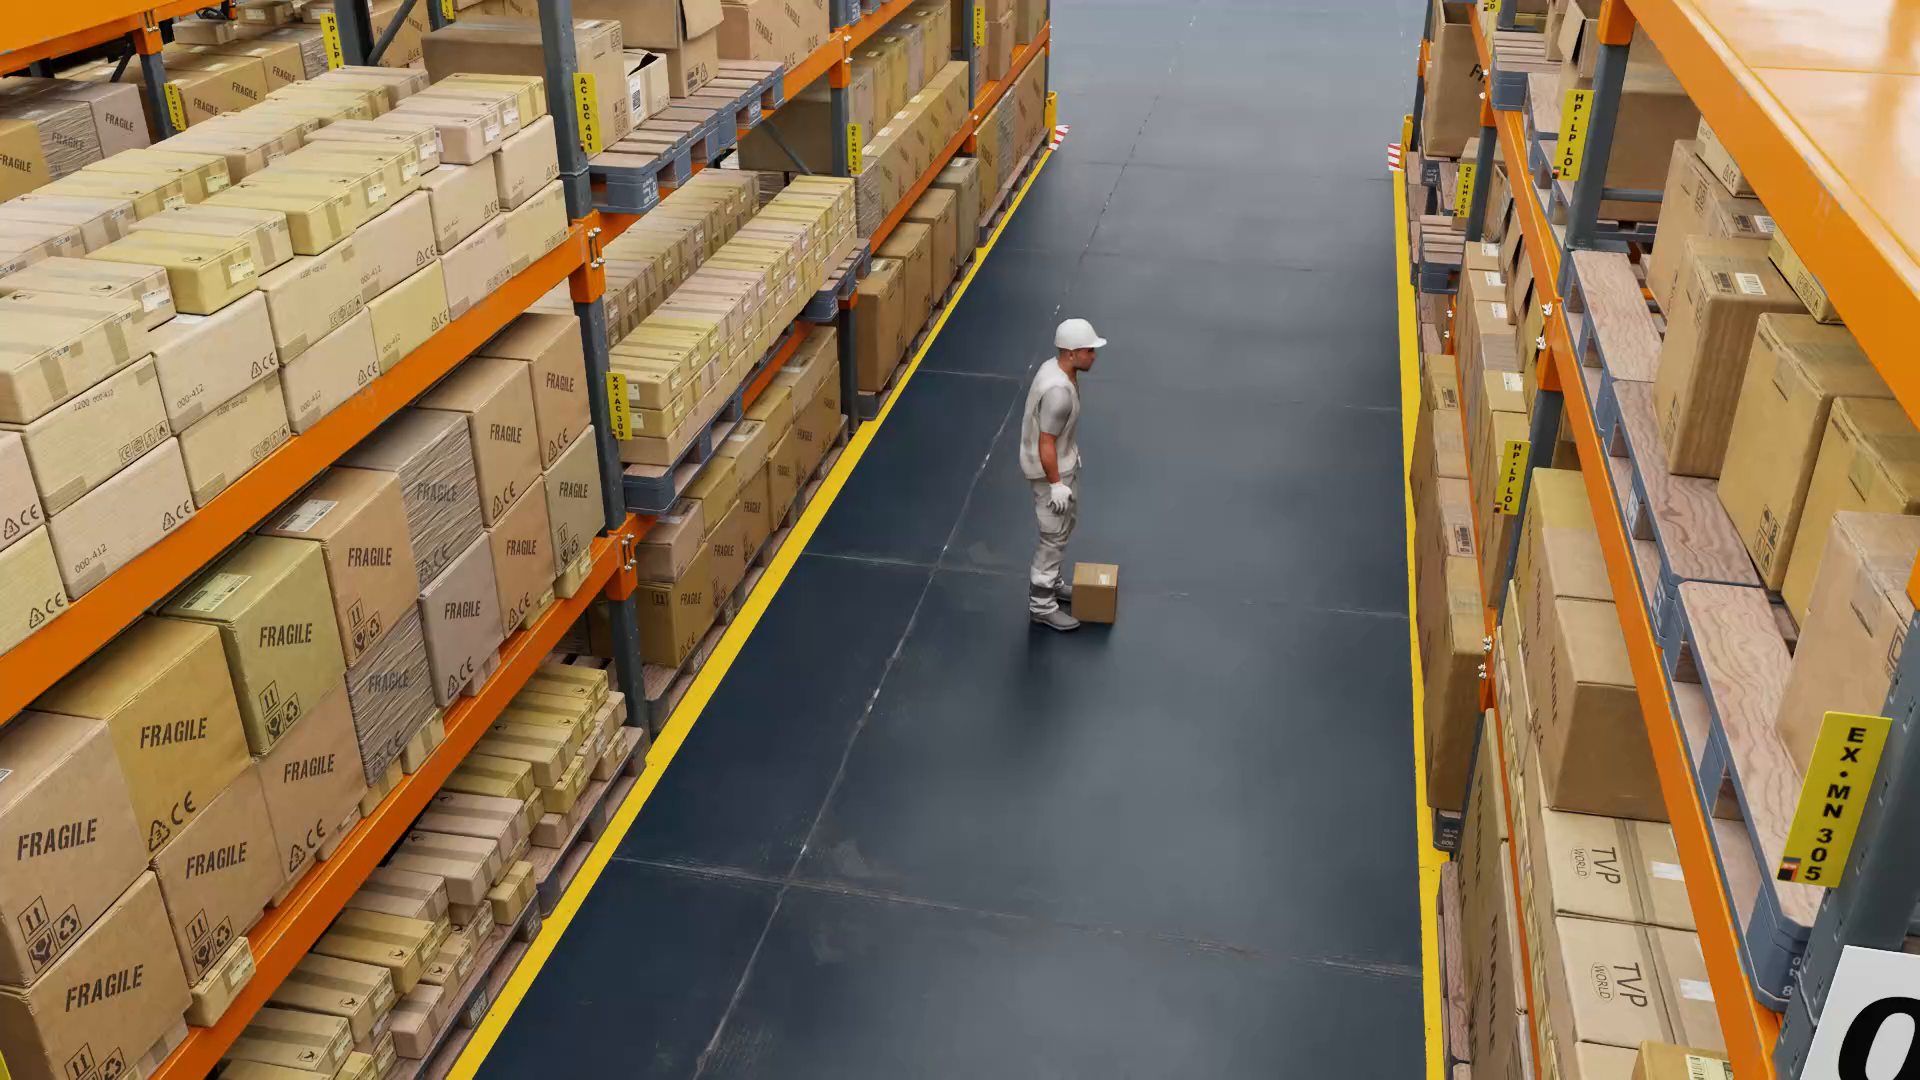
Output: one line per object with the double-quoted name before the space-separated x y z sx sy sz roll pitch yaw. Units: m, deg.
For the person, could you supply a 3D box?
"person" 0.564 -0.391 9.326 0.452 1.779 0.622 5 29 9
